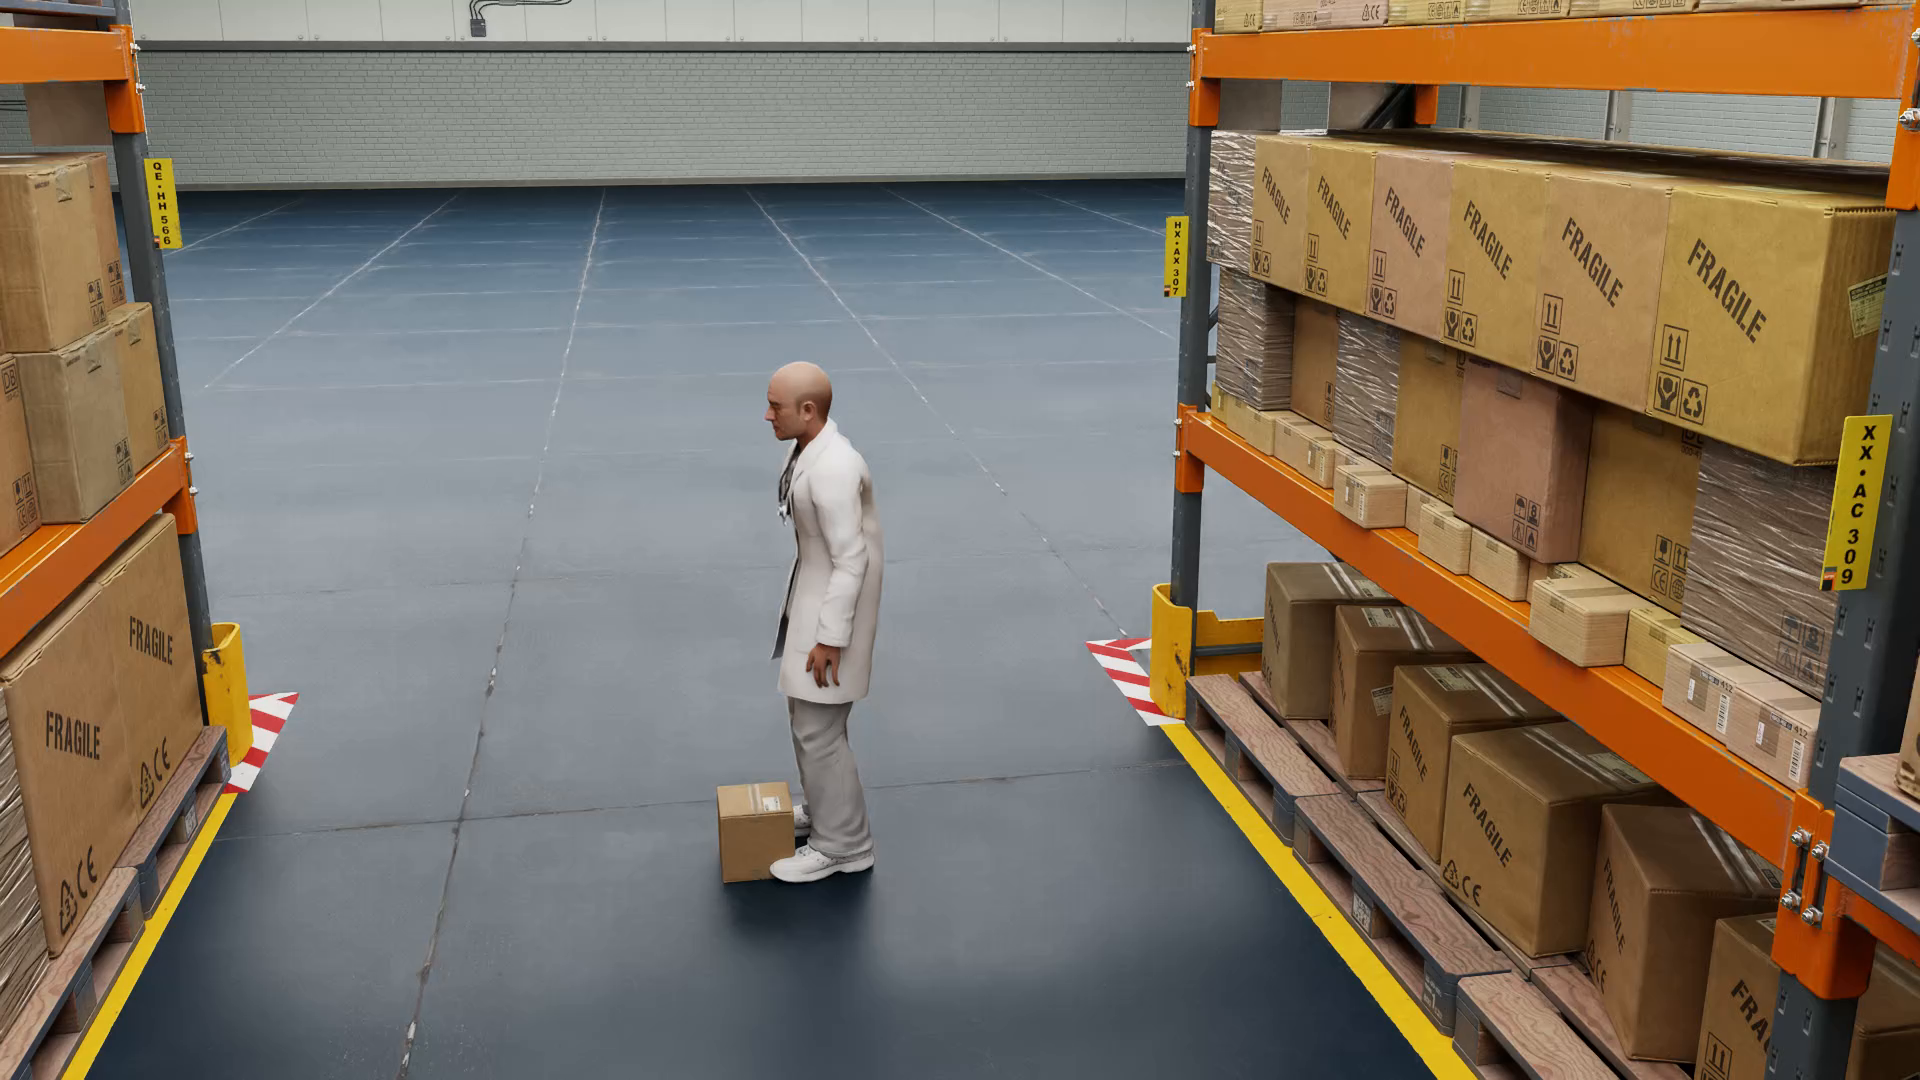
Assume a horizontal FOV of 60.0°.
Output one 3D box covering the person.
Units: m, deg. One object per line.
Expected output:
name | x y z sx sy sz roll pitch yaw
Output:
person | -0.477 0.272 5.621 0.422 1.773 0.652 -4 17 -13
